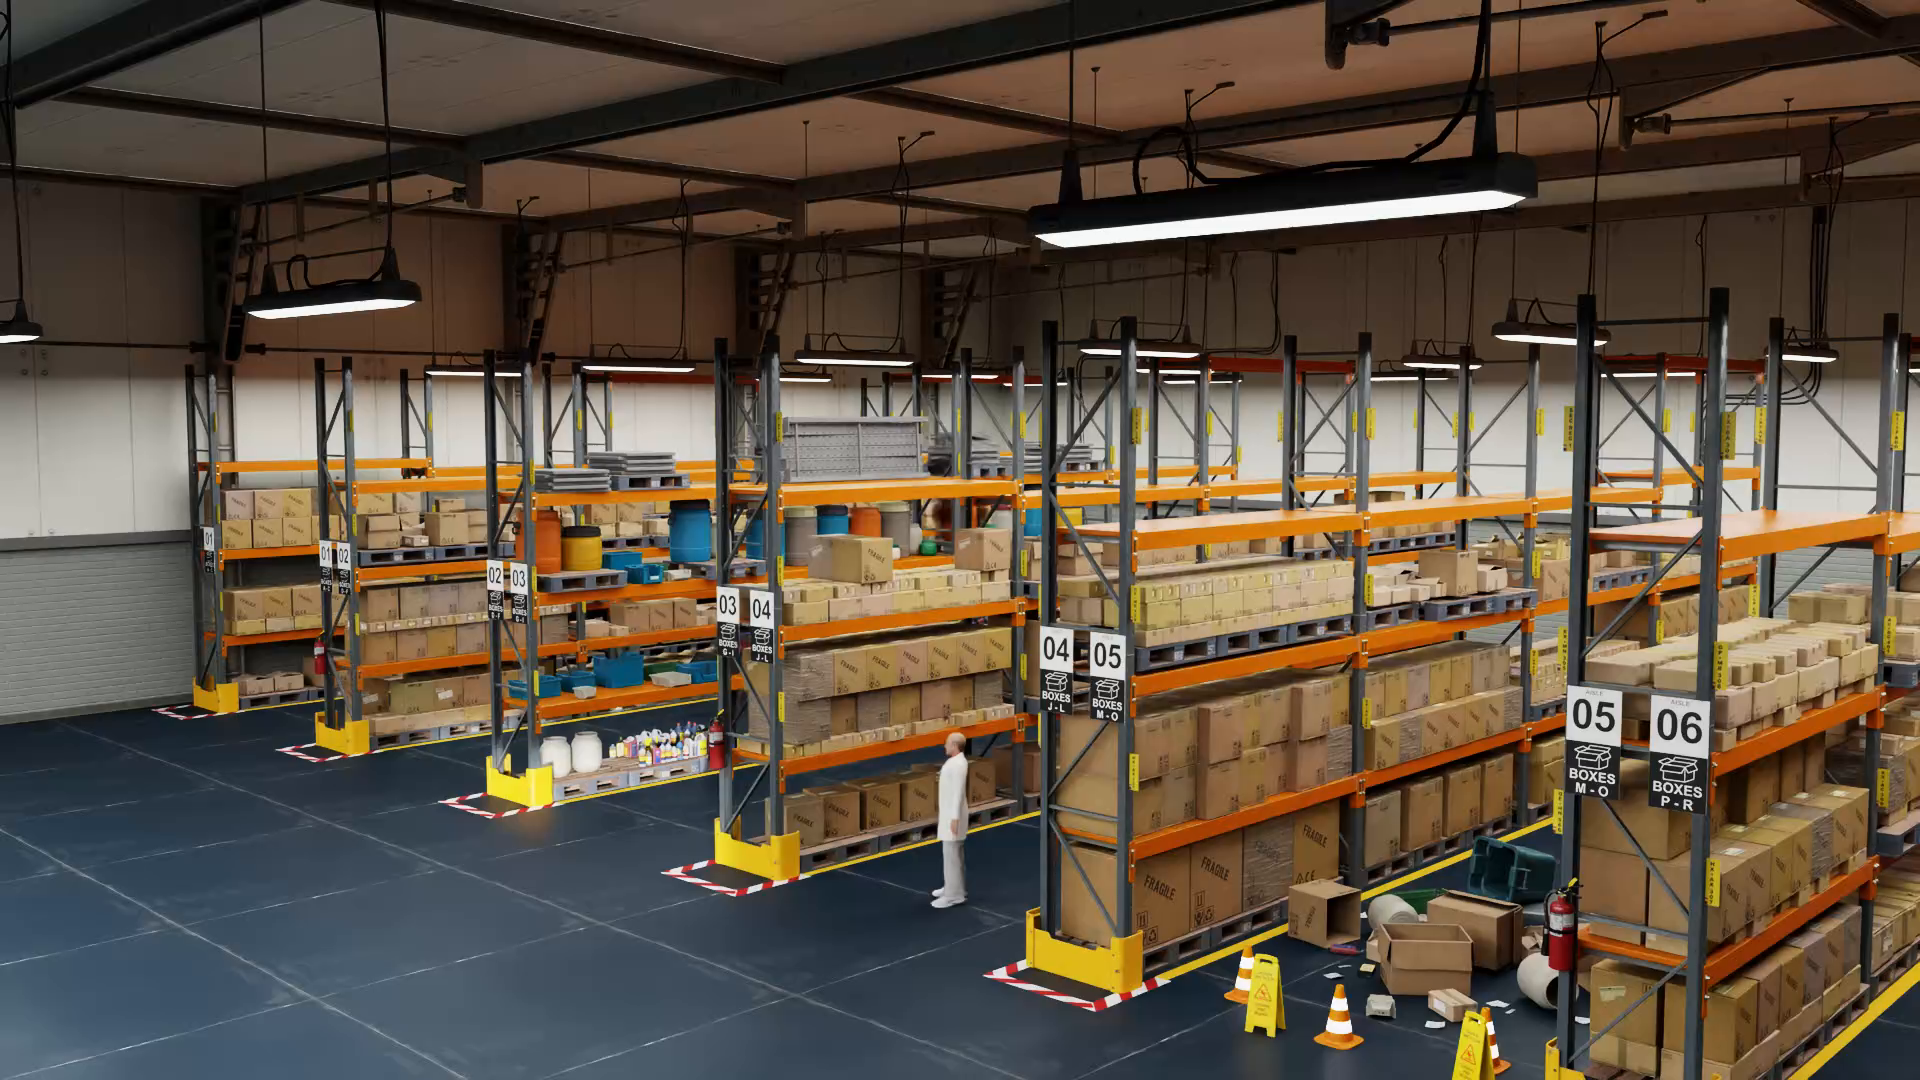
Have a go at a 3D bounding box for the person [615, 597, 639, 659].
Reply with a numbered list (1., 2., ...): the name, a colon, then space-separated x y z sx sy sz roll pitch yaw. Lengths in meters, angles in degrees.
1. person: -6.370 1.854 31.802 0.600 1.777 0.500 -2 5 -19

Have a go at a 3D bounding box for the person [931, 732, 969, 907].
1. person: -0.106 2.933 17.595 0.390 1.808 0.626 0 4 3

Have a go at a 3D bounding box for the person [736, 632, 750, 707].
1. person: -3.752 2.099 28.972 0.432 1.648 0.470 -1 4 -7
